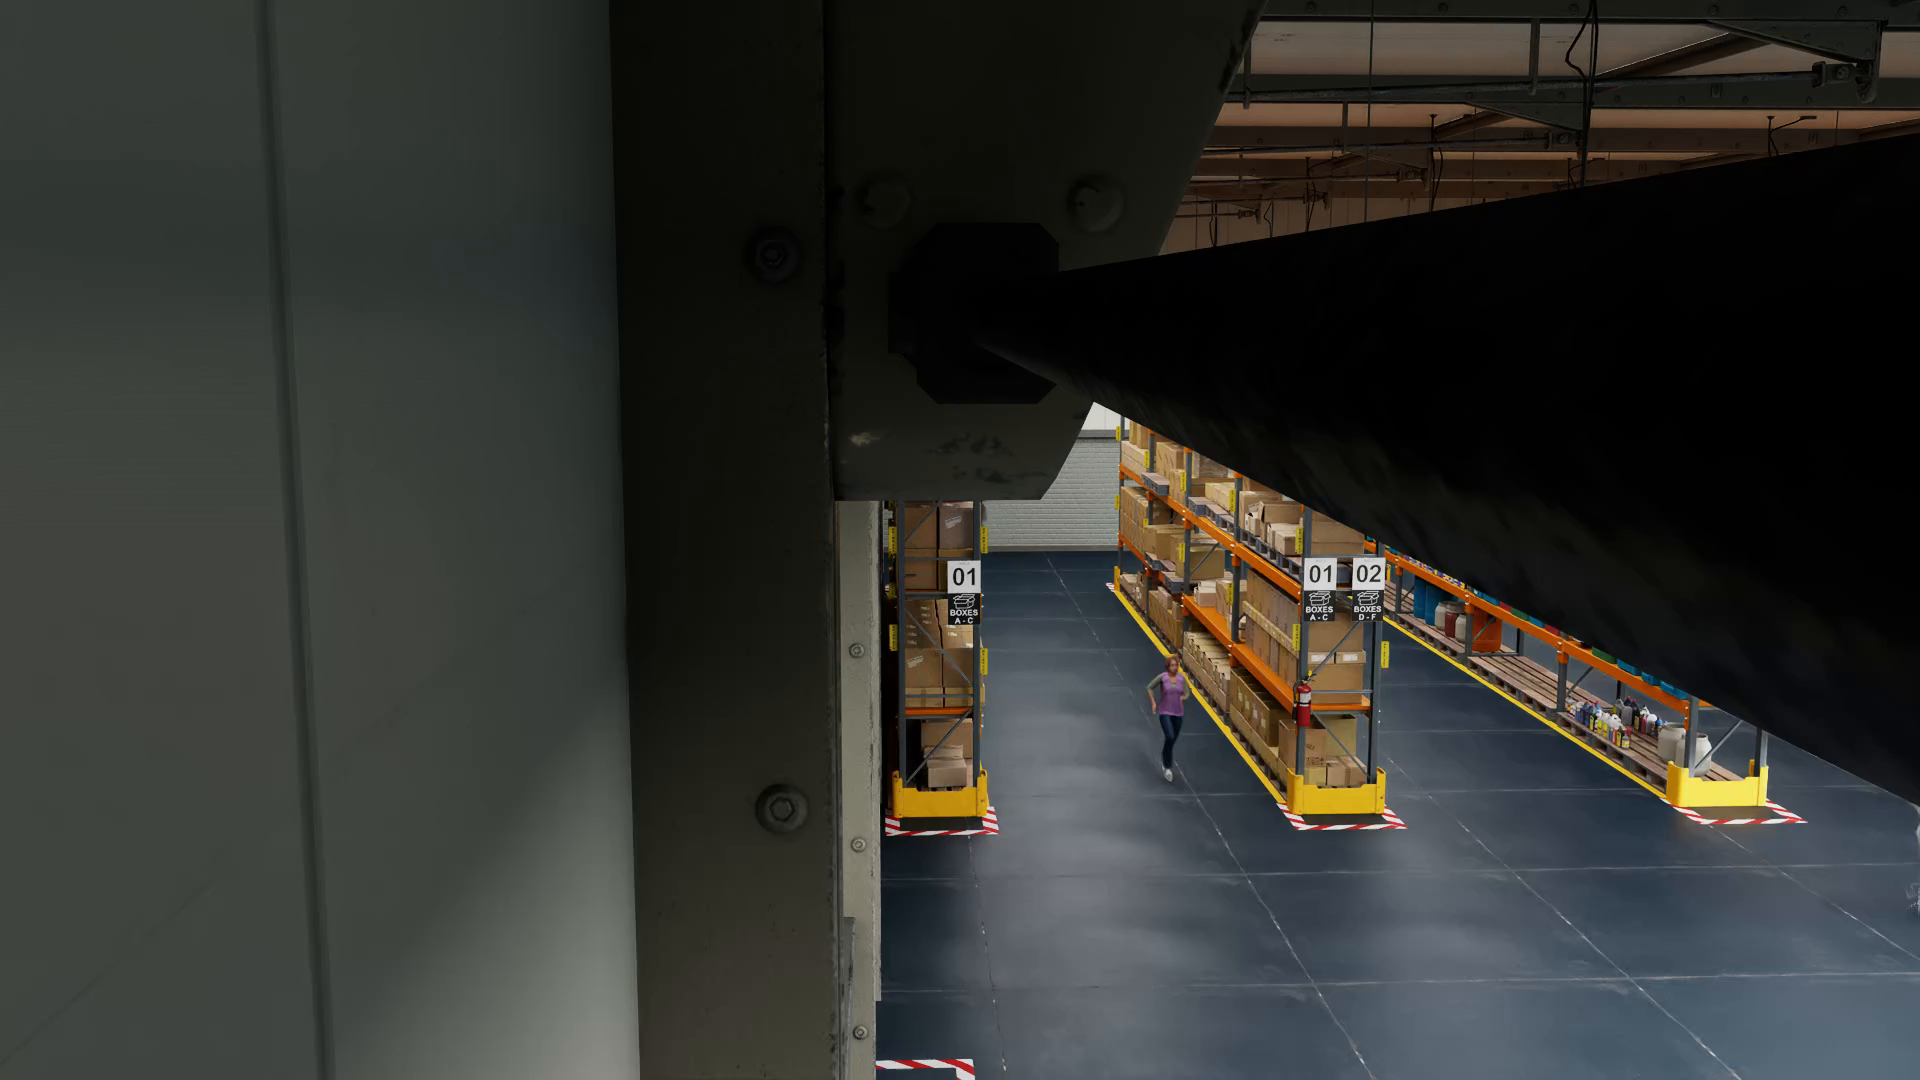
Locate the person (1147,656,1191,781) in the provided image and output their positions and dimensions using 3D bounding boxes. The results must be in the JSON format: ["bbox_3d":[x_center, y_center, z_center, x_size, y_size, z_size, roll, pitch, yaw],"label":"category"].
[{"bbox_3d":[2.806,2.359,22.189,0.503,1.644,0.710,-2,9,-16],"label":"person"}]
